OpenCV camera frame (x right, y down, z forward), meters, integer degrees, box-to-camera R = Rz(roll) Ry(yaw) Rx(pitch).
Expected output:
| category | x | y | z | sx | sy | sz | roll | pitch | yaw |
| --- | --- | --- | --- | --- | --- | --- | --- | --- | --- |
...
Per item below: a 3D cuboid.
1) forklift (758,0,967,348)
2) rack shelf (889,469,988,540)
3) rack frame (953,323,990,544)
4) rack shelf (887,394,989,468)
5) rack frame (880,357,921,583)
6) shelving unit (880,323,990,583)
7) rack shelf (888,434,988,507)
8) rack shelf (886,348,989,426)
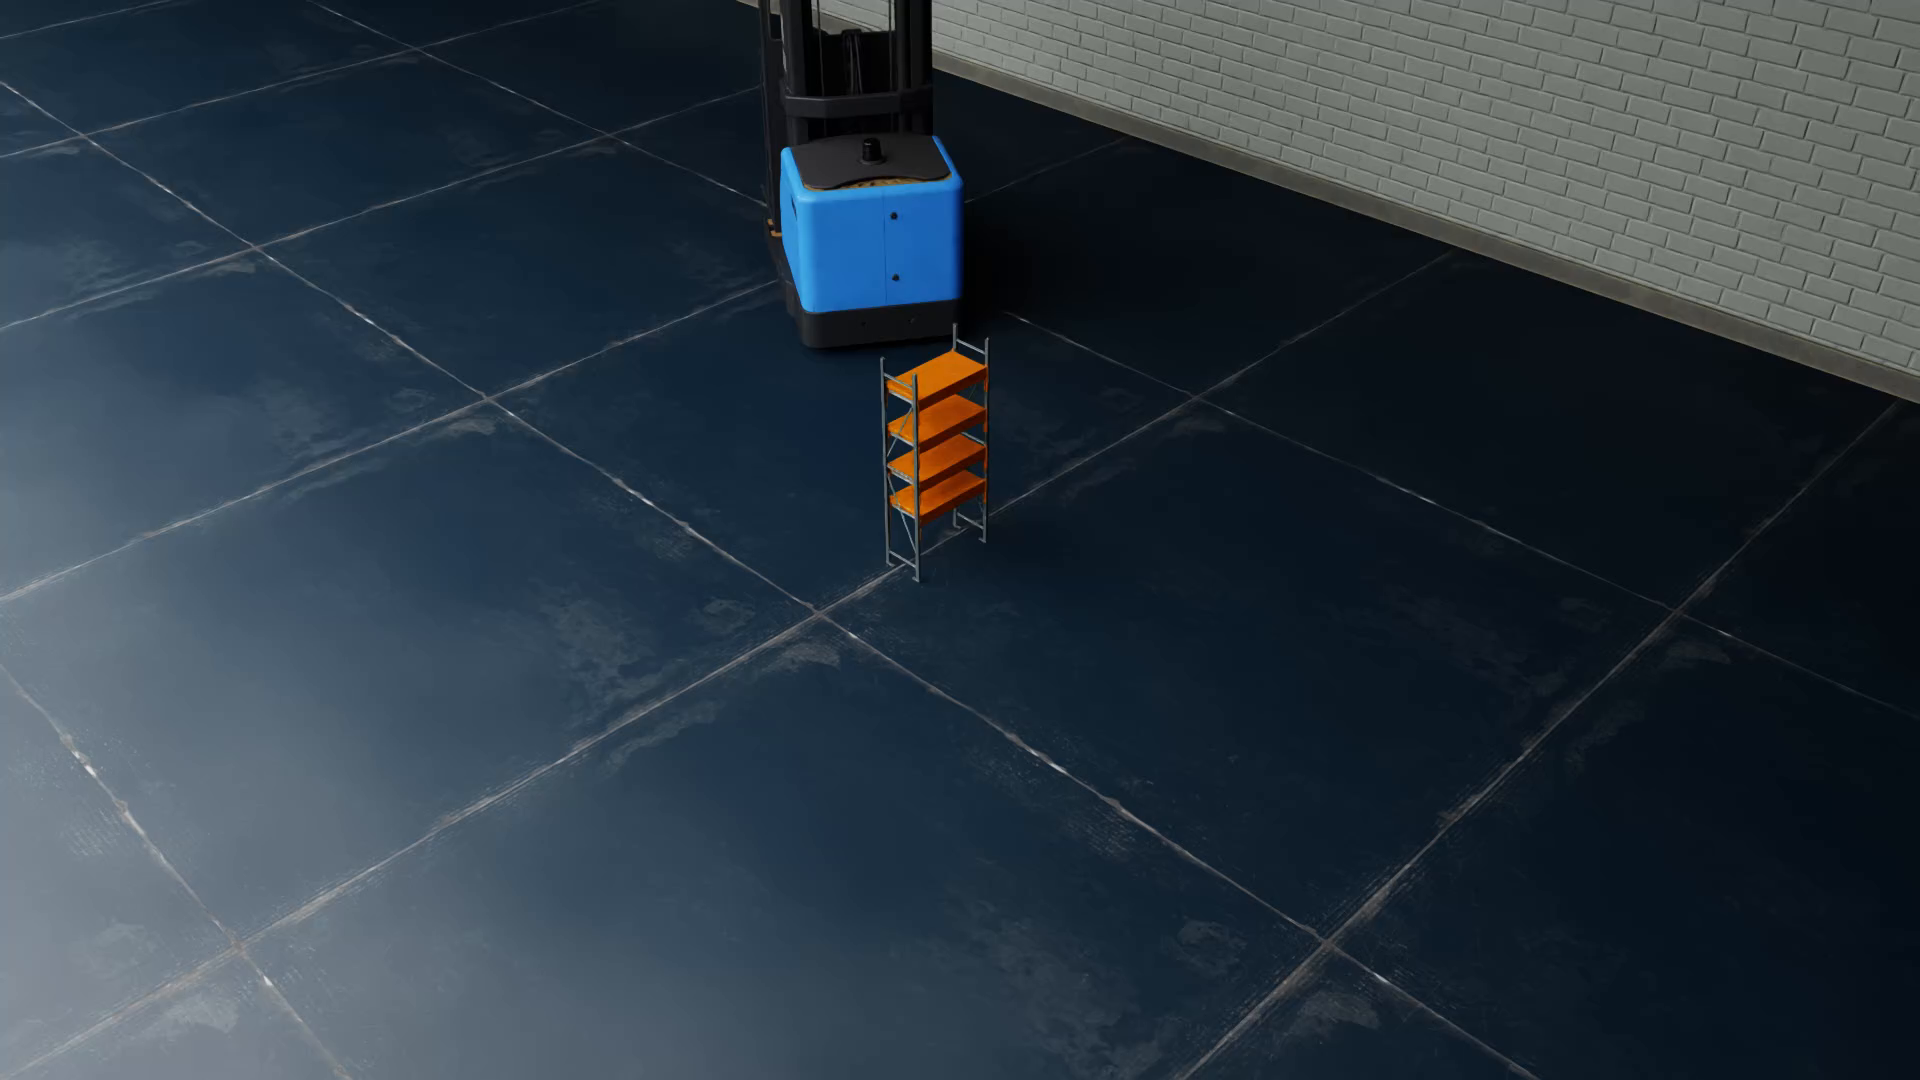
| category | x | y | z | sx | sy | sz | roll | pitch | yaw |
| --- | --- | --- | --- | --- | --- | --- | --- | --- | --- |
| forklift | -0.772 | -3.231 | 10.812 | 1.130 | 2.935 | 3.031 | -7 | 36 | -10 |
| rack shelf | -0.117 | -0.207 | 8.453 | 0.258 | 0.148 | 0.480 | 30 | 45 | 35 |
| rack frame | 0.055 | -0.524 | 8.443 | 0.240 | 1.200 | 0.015 | 30 | 45 | 35 |
| rack shelf | -0.117 | -0.553 | 8.212 | 0.258 | 0.148 | 0.480 | 30 | 45 | 35 |
| rack frame | -0.289 | -0.326 | 8.159 | 0.240 | 1.200 | 0.015 | 30 | 45 | 35 |
| shelving unit | -0.117 | -0.425 | 8.301 | 0.258 | 1.200 | 0.503 | 30 | 45 | 35 |
| rack shelf | -0.117 | -0.370 | 8.340 | 0.258 | 0.148 | 0.480 | 30 | 45 | 35 |
| rack shelf | -0.117 | -0.747 | 8.076 | 0.258 | 0.148 | 0.480 | 30 | 45 | 35 |
